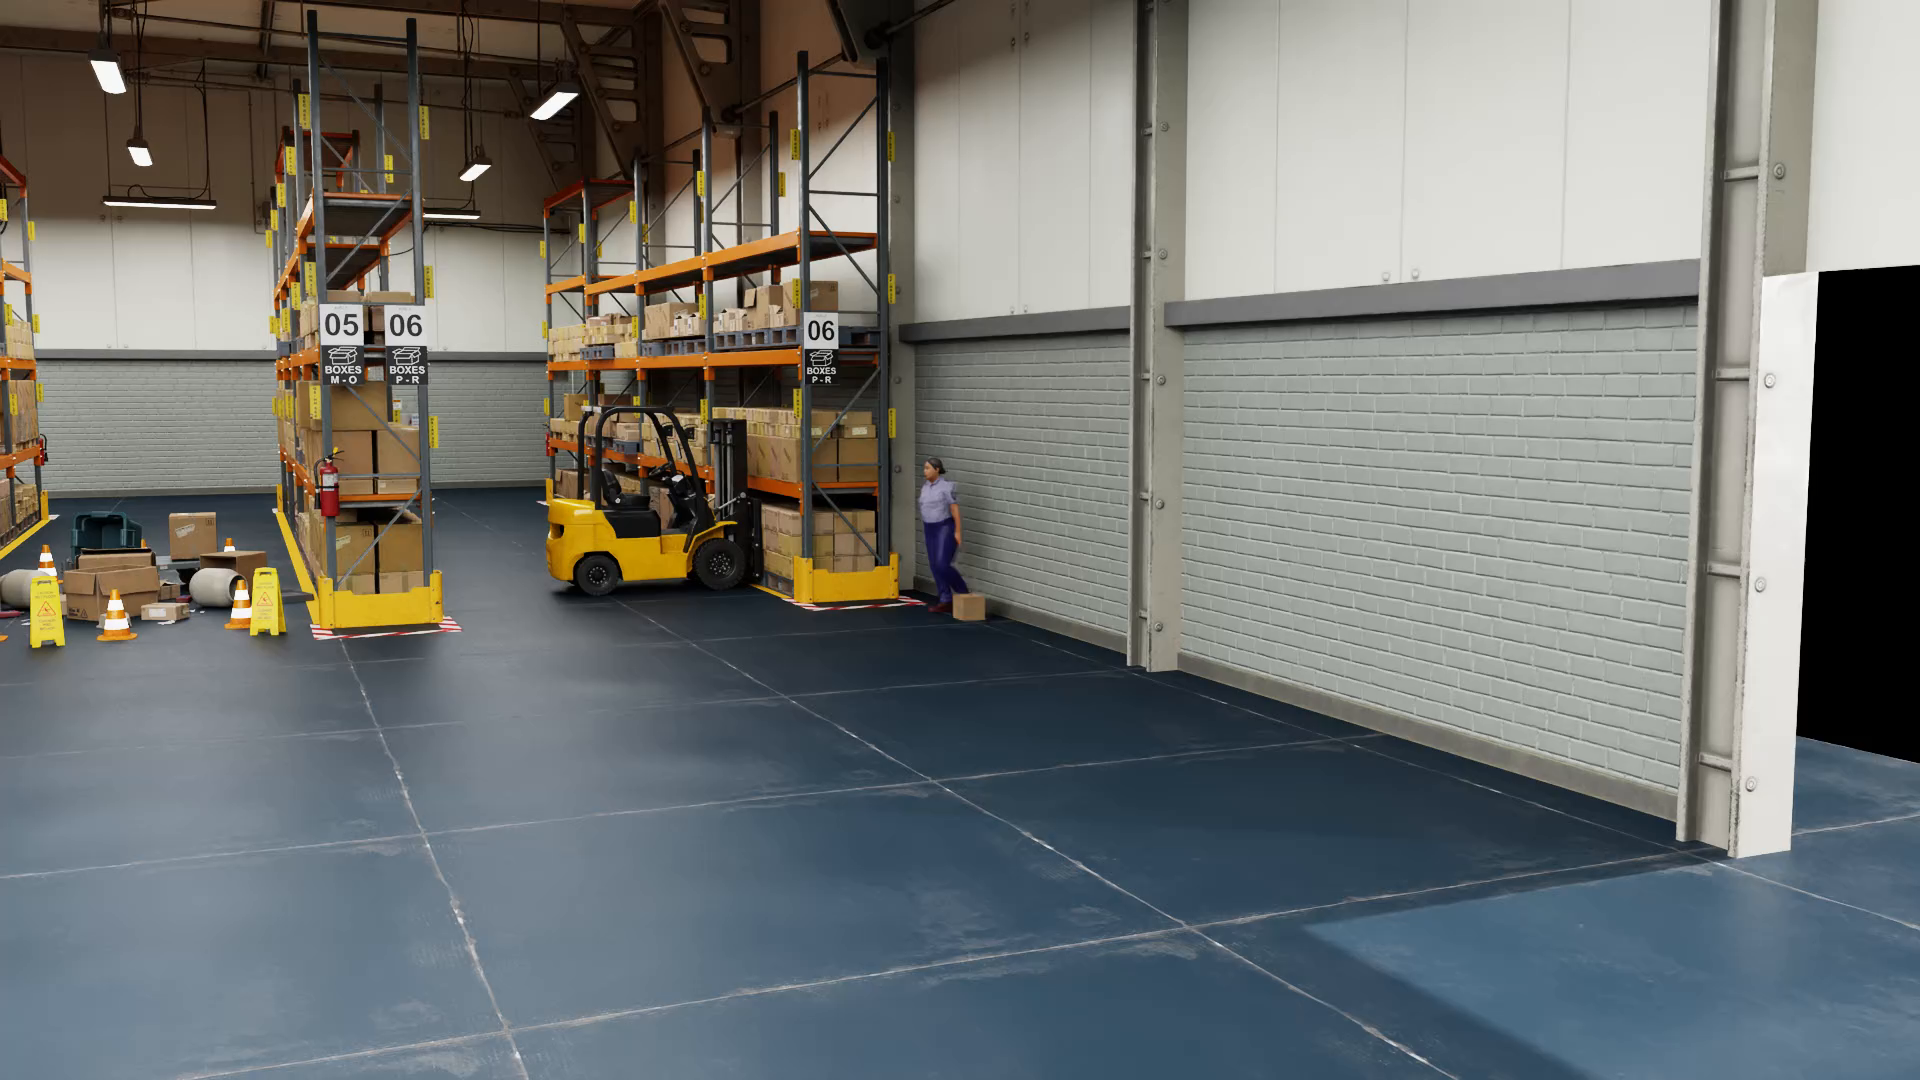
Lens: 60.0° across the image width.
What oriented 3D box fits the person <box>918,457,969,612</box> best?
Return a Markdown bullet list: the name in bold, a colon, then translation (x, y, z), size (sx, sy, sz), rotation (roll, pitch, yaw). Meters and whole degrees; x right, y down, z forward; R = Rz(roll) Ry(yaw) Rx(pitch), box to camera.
- **person**: translation (-0.164, -0.058, 17.632), size (0.475, 1.642, 0.557), rotation (-5, 7, -40)
